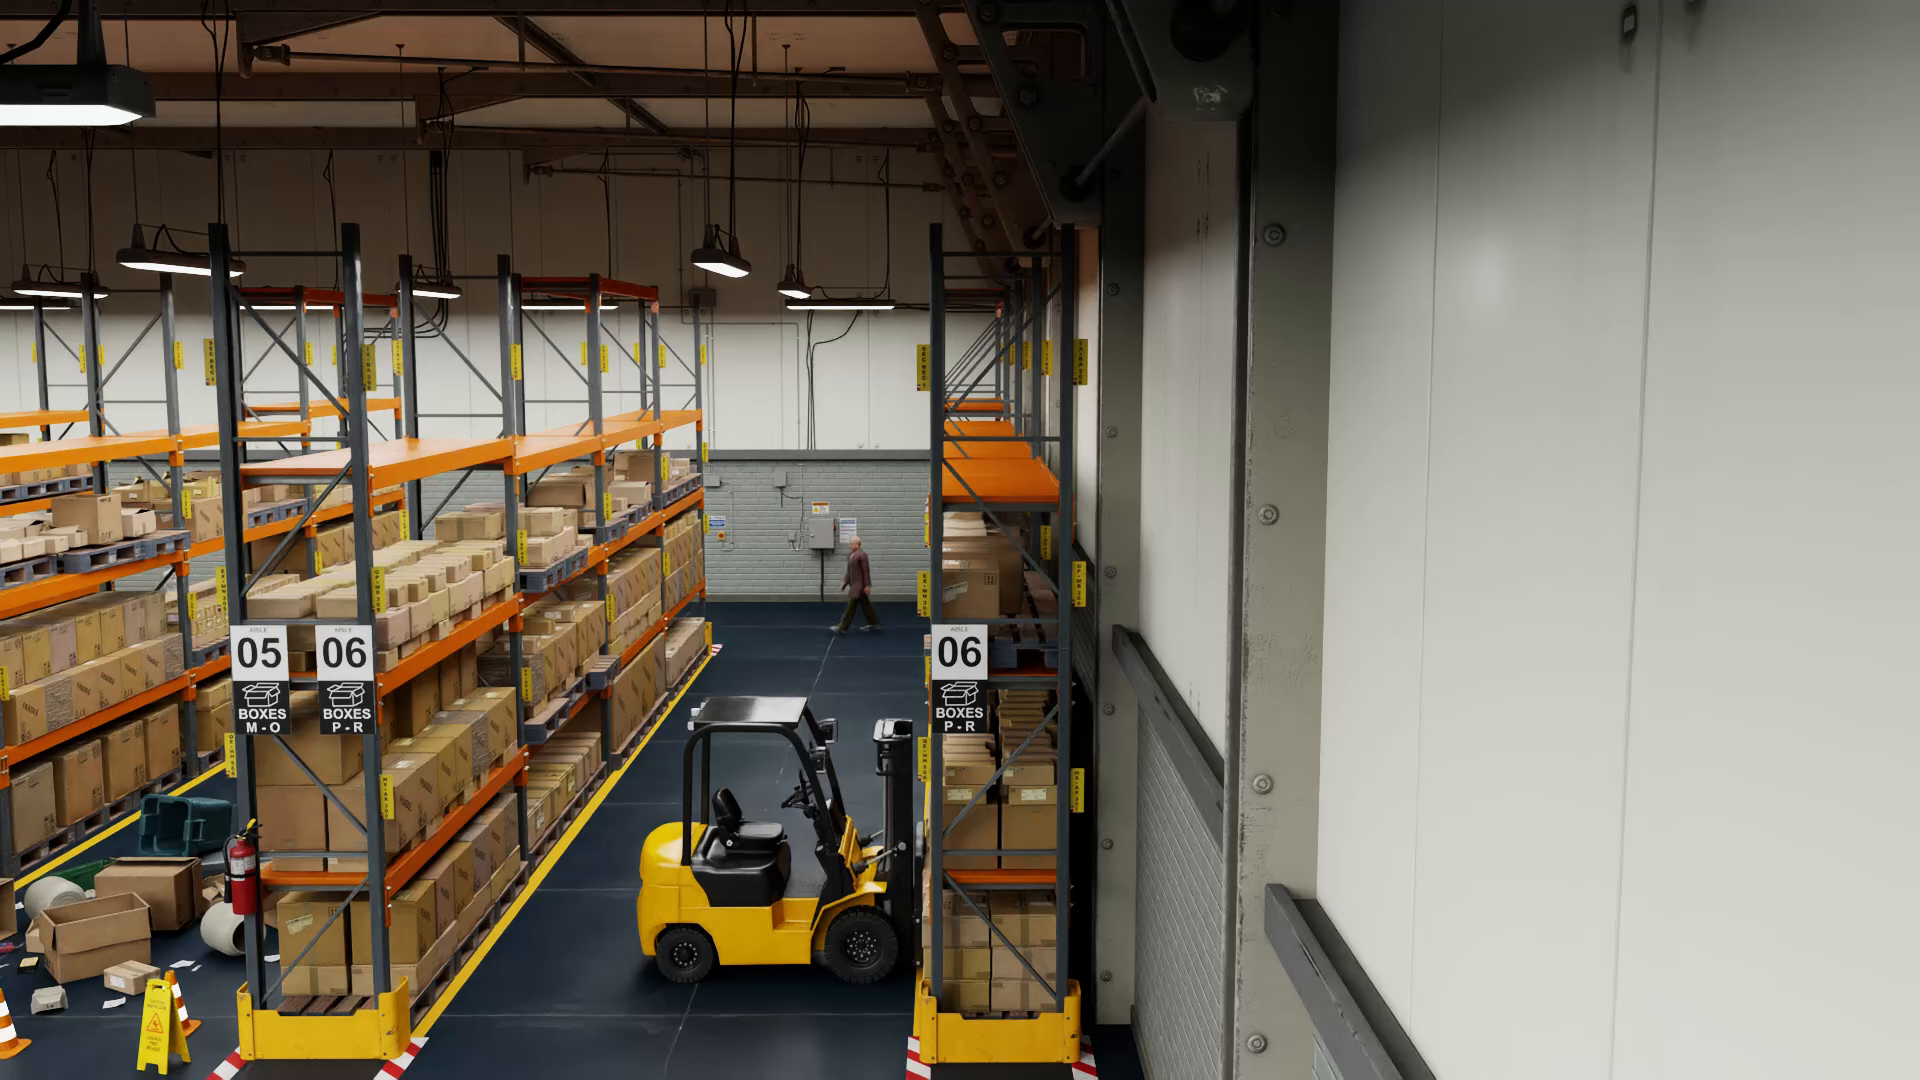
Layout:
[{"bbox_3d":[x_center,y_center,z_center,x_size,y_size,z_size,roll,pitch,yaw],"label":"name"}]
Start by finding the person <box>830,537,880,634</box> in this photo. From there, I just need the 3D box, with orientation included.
[{"bbox_3d":[-1.901,0.806,29.895,0.999,1.744,0.633,-3,7,-23],"label":"person"}]

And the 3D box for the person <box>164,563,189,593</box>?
[{"bbox_3d":[-13.194,1.088,28.028,0.526,1.704,0.584,3,7,21],"label":"person"}]
